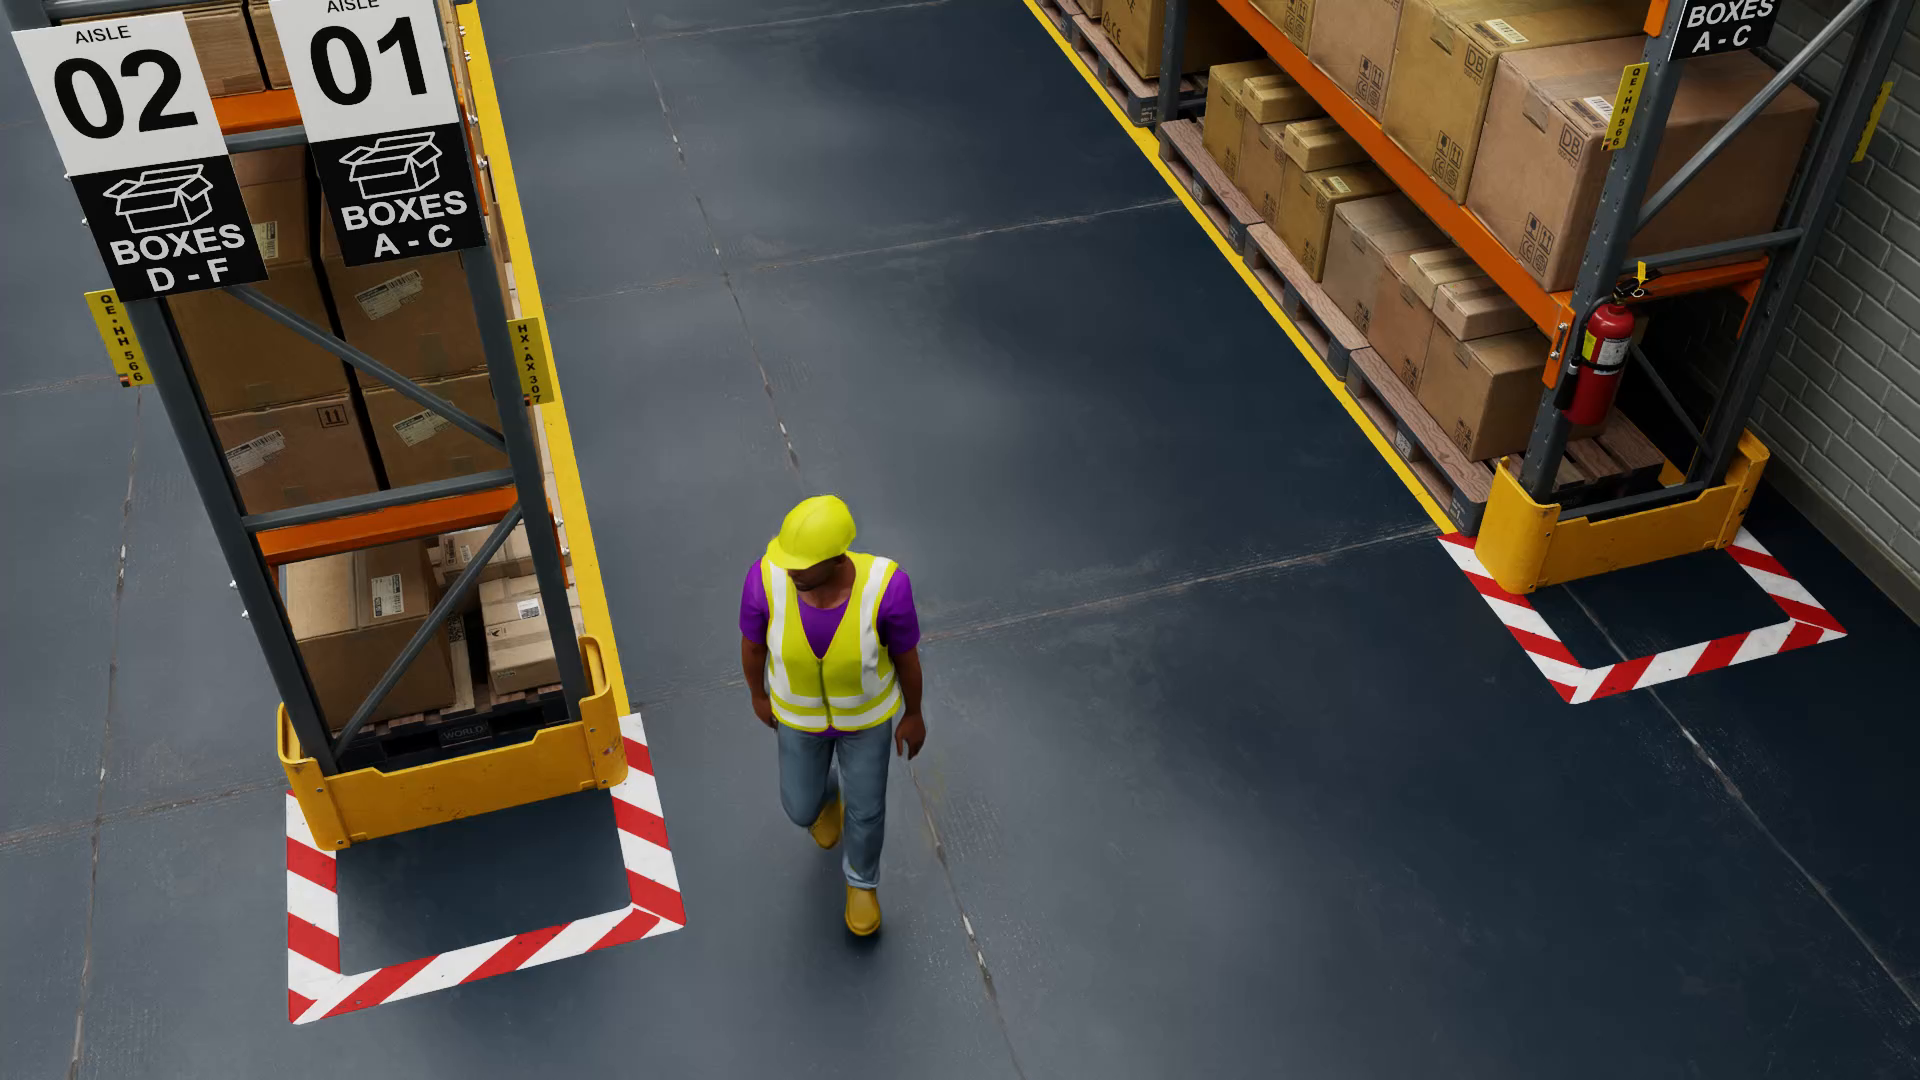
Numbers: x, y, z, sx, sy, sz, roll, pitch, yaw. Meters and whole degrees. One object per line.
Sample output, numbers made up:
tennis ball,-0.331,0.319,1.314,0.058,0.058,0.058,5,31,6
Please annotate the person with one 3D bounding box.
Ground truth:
person,-0.414,0.561,5.494,0.603,1.761,0.650,1,42,1
